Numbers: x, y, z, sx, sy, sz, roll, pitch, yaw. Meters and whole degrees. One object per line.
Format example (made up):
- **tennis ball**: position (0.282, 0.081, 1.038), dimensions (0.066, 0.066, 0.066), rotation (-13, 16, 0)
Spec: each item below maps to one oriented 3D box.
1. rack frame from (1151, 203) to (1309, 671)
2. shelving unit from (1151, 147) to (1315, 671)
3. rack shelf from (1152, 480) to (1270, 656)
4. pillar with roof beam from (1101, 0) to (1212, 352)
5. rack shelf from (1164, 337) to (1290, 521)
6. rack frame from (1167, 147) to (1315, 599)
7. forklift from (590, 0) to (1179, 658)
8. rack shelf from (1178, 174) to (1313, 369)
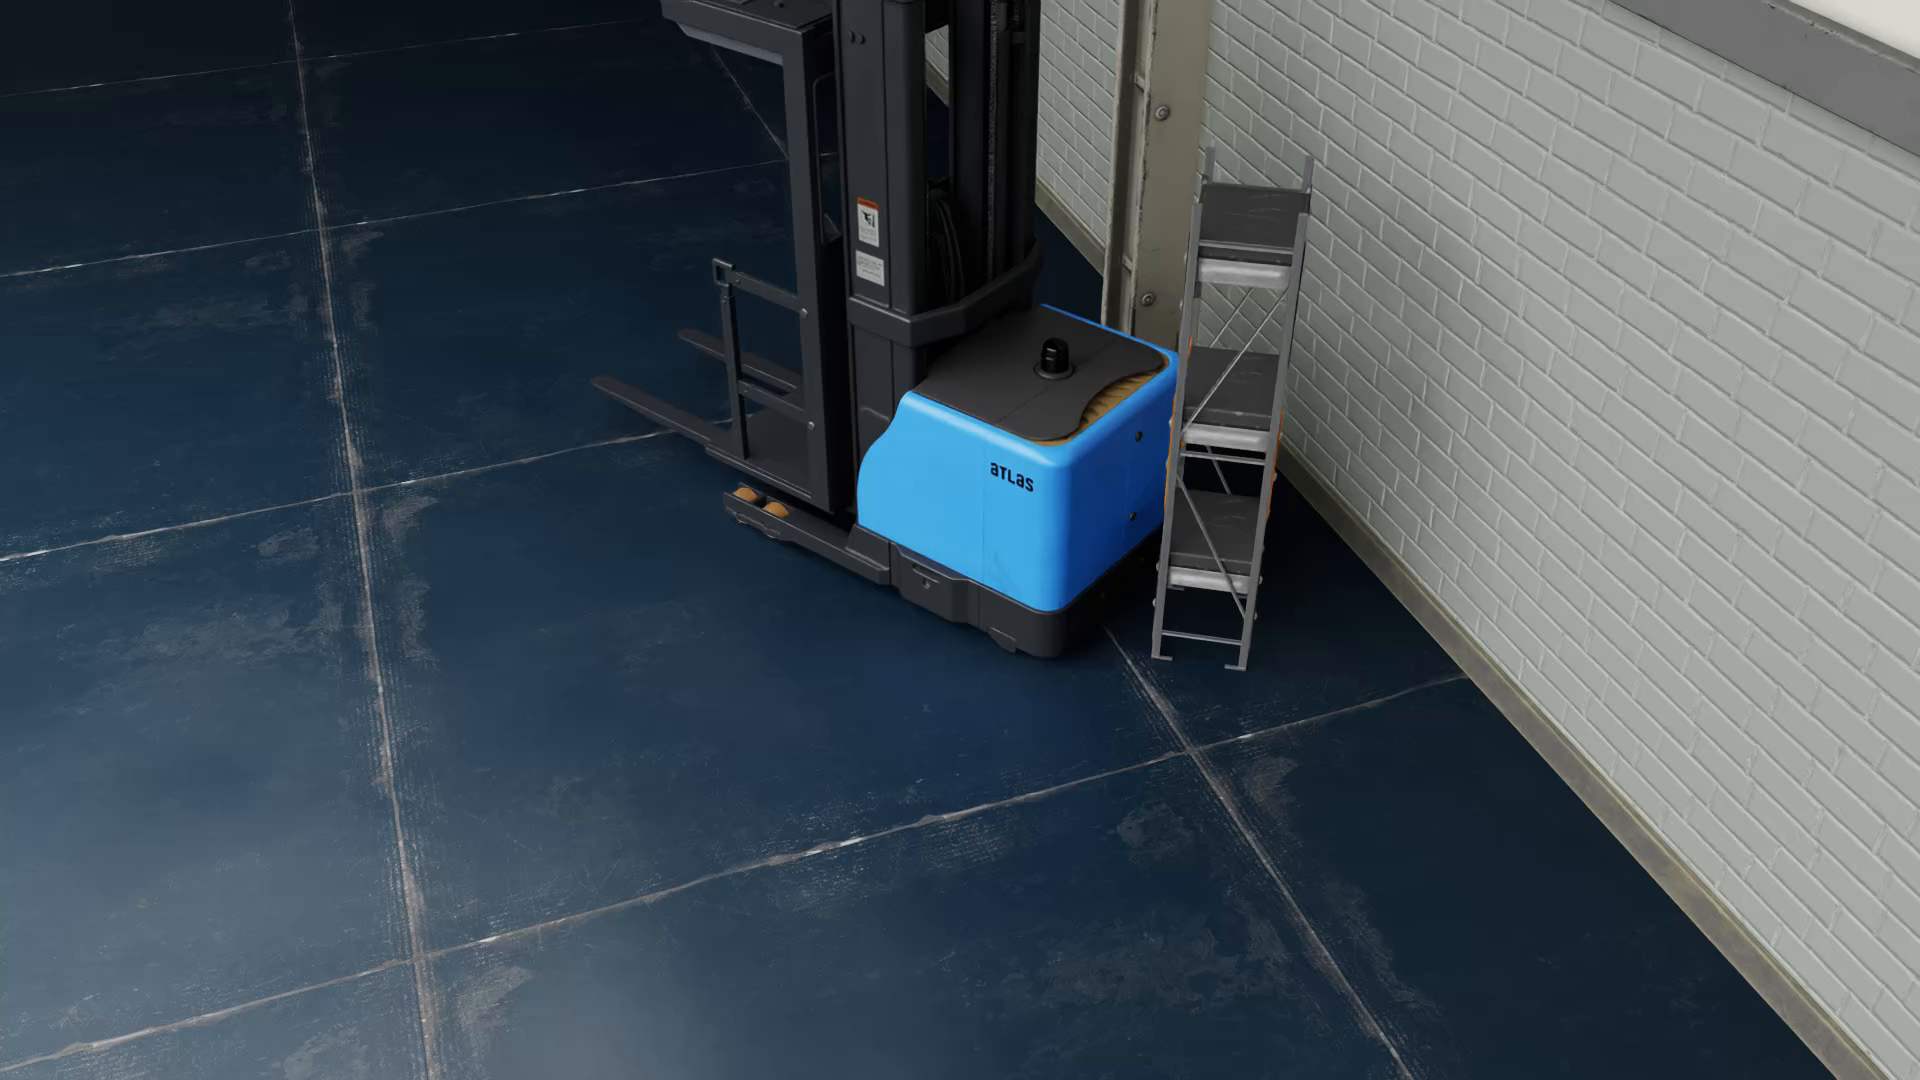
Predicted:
- **rack frame**: position (1.011, -0.314, 6.422), dimensions (0.400, 2.100, 0.015), rotation (7, 38, 10)
- **shelving unit**: position (1.063, -0.458, 6.612), dimensions (0.431, 2.100, 0.503), rotation (7, 38, 10)
- **rack shelf**: position (1.063, 0.113, 7.042), dimensions (0.431, 0.518, 0.480), rotation (7, 38, 10)
- **pillar with roof beam**: position (-3.047, -3.800, 5.315), dimensions (9.100, 9.000, 0.400), rotation (-12, 39, -16)
- **rack shelf**: position (1.063, -0.447, 6.620), dimensions (0.431, 0.518, 0.480), rotation (7, 38, 10)
- **rack frame**: position (1.115, -0.601, 6.803), dimensions (0.400, 2.100, 0.015), rotation (7, 38, 10)
- **forklift**: position (-0.489, -1.403, 7.177), dimensions (3.031, 2.935, 1.130), rotation (25, 44, 30)
- **rack shelf**: position (1.063, -1.006, 6.199), dimensions (0.431, 0.518, 0.480), rotation (7, 38, 10)
